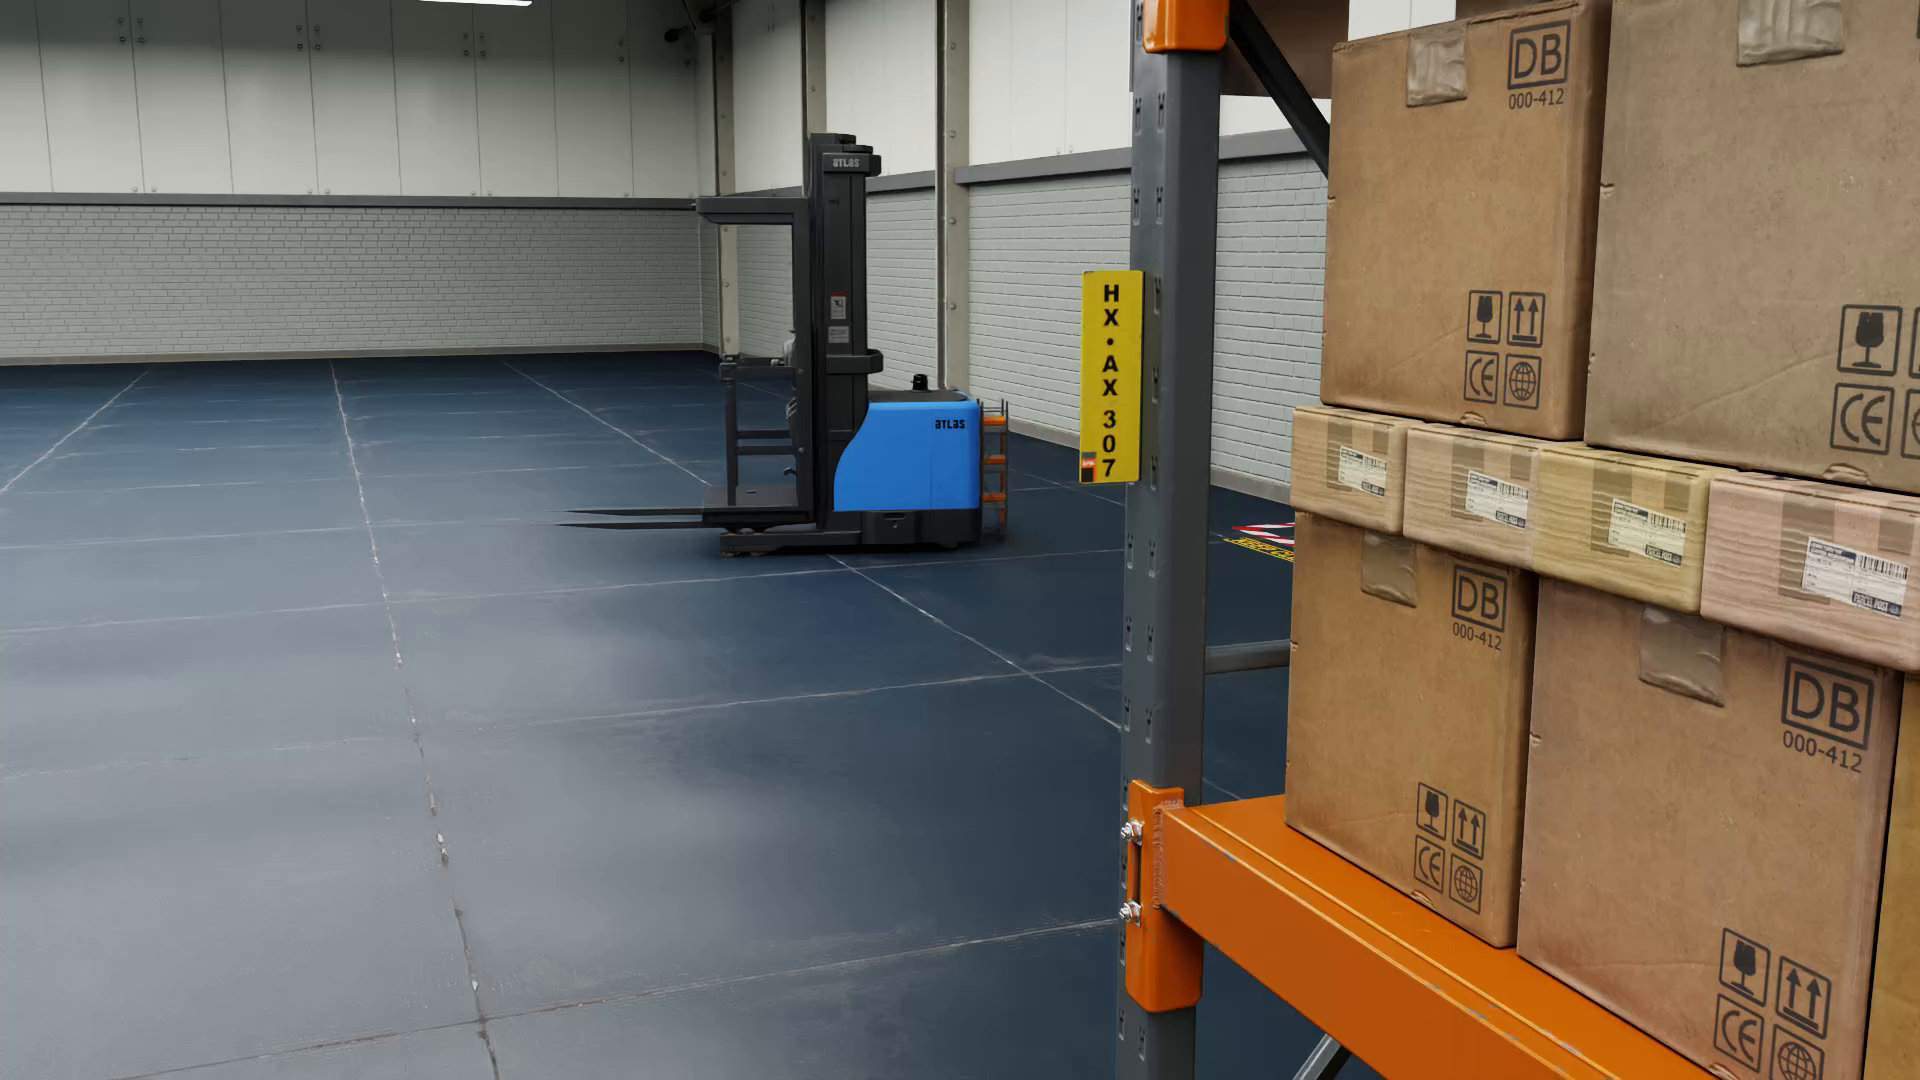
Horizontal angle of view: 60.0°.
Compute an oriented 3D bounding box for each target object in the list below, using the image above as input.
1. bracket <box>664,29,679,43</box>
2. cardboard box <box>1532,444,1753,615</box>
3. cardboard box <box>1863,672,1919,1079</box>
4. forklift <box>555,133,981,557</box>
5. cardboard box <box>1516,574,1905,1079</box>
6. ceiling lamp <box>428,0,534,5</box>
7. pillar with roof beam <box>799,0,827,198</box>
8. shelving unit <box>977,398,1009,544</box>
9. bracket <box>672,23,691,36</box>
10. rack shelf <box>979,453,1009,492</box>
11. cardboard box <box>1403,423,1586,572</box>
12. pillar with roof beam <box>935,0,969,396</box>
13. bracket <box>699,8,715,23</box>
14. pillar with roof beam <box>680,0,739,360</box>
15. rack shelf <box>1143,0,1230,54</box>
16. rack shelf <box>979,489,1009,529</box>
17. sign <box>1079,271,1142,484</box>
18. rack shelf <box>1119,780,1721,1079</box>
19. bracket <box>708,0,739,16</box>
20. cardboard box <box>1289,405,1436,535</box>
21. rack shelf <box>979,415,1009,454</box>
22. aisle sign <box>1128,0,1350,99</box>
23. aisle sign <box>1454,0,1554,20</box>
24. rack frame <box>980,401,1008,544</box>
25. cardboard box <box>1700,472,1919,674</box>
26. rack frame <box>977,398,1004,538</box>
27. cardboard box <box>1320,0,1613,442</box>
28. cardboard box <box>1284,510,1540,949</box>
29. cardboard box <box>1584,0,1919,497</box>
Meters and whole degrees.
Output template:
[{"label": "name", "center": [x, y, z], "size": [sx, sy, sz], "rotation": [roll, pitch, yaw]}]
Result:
[{"label": "bracket", "center": [-5.784, -10.130, 33.395], "size": [0.235, 0.232, 0.430], "rotation": [-4, 11, -21]}, {"label": "cardboard box", "center": [0.881, -0.027, 1.867], "size": [0.380, 0.149, 0.250], "rotation": [-4, 11, -21]}, {"label": "cardboard box", "center": [1.279, 0.375, 1.461], "size": [0.700, 0.500, 0.500], "rotation": [-4, 11, -21]}, {"label": "forklift", "center": [-1.401, -1.423, 12.048], "size": [3.031, 2.935, 1.130], "rotation": [-1, 10, -6]}, {"label": "cardboard box", "center": [1.104, 0.294, 1.919], "size": [0.700, 0.500, 0.500], "rotation": [-4, 11, -19]}, {"label": "ceiling lamp", "center": [-7.667, -9.854, 25.454], "size": [2.000, 3.185, 0.800], "rotation": [-4, 11, -21]}, {"label": "pillar with roof beam", "center": [-6.282, -6.673, 24.239], "size": [9.100, 9.000, 0.400], "rotation": [-4, 11, -21]}, {"label": "shelving unit", "center": [0.238, -0.513, 12.307], "size": [0.215, 1.050, 0.252], "rotation": [-1, 10, -6]}, {"label": "bracket", "center": [-5.570, -10.033, 32.853], "size": [0.076, 0.066, 3.189], "rotation": [-4, 11, -21]}, {"label": "rack shelf", "center": [0.238, -0.503, 12.309], "size": [0.215, 0.259, 0.240], "rotation": [-1, 10, -6]}, {"label": "cardboard box", "center": [0.792, -0.067, 2.097], "size": [0.380, 0.149, 0.250], "rotation": [-4, 11, -22]}, {"label": "pillar with roof beam", "center": [-4.108, -5.694, 18.733], "size": [9.100, 9.000, 0.400], "rotation": [-4, 11, -21]}, {"label": "bracket", "center": [-4.624, -9.607, 30.458], "size": [0.235, 0.232, 0.430], "rotation": [-4, 11, -21]}, {"label": "pillar with roof beam", "center": [-8.456, -7.652, 29.745], "size": [9.100, 9.000, 0.548], "rotation": [-4, 11, -21]}, {"label": "rack shelf", "center": [1.477, -0.616, 0.805], "size": [1.077, 0.370, 4.000], "rotation": [-4, 11, -21]}, {"label": "rack shelf", "center": [0.237, -0.229, 12.357], "size": [0.215, 0.259, 0.240], "rotation": [-1, 10, -6]}, {"label": "sign", "center": [0.233, -0.250, 2.565], "size": [0.100, 0.325, 0.005], "rotation": [-4, 11, -21]}, {"label": "rack shelf", "center": [1.477, 0.861, 1.068], "size": [1.077, 0.370, 4.000], "rotation": [-4, 11, -21]}, {"label": "bracket", "center": [-3.691, -9.187, 28.094], "size": [0.076, 0.066, 4.783], "rotation": [-4, 11, -21]}, {"label": "cardboard box", "center": [0.693, -0.110, 2.338], "size": [0.380, 0.149, 0.250], "rotation": [-4, 11, -21]}, {"label": "rack shelf", "center": [0.238, -0.782, 12.259], "size": [0.215, 0.259, 0.240], "rotation": [-1, 10, -6]}, {"label": "aisle sign", "center": [0.443, -1.091, 2.564], "size": [0.394, 0.787, 0.004], "rotation": [-4, 11, -21]}, {"label": "aisle sign", "center": [1.002, -1.129, 2.778], "size": [0.394, 0.787, 0.004], "rotation": [-4, 11, -21]}, {"label": "rack frame", "center": [0.251, -0.492, 12.187], "size": [0.200, 1.050, 0.008], "rotation": [-1, 10, -6]}, {"label": "cardboard box", "center": [0.970, 0.015, 1.635], "size": [0.380, 0.149, 0.250], "rotation": [-4, 11, -22]}, {"label": "rack frame", "center": [0.224, -0.534, 12.426], "size": [0.200, 1.050, 0.008], "rotation": [-1, 10, -6]}, {"label": "cardboard box", "center": [0.928, -0.422, 2.237], "size": [0.700, 0.500, 0.500], "rotation": [-4, 11, -21]}, {"label": "cardboard box", "center": [0.909, 0.208, 2.399], "size": [0.700, 0.500, 0.500], "rotation": [-4, 11, -21]}, {"label": "cardboard box", "center": [1.124, -0.336, 1.756], "size": [0.700, 0.500, 0.500], "rotation": [-4, 11, -22]}]
